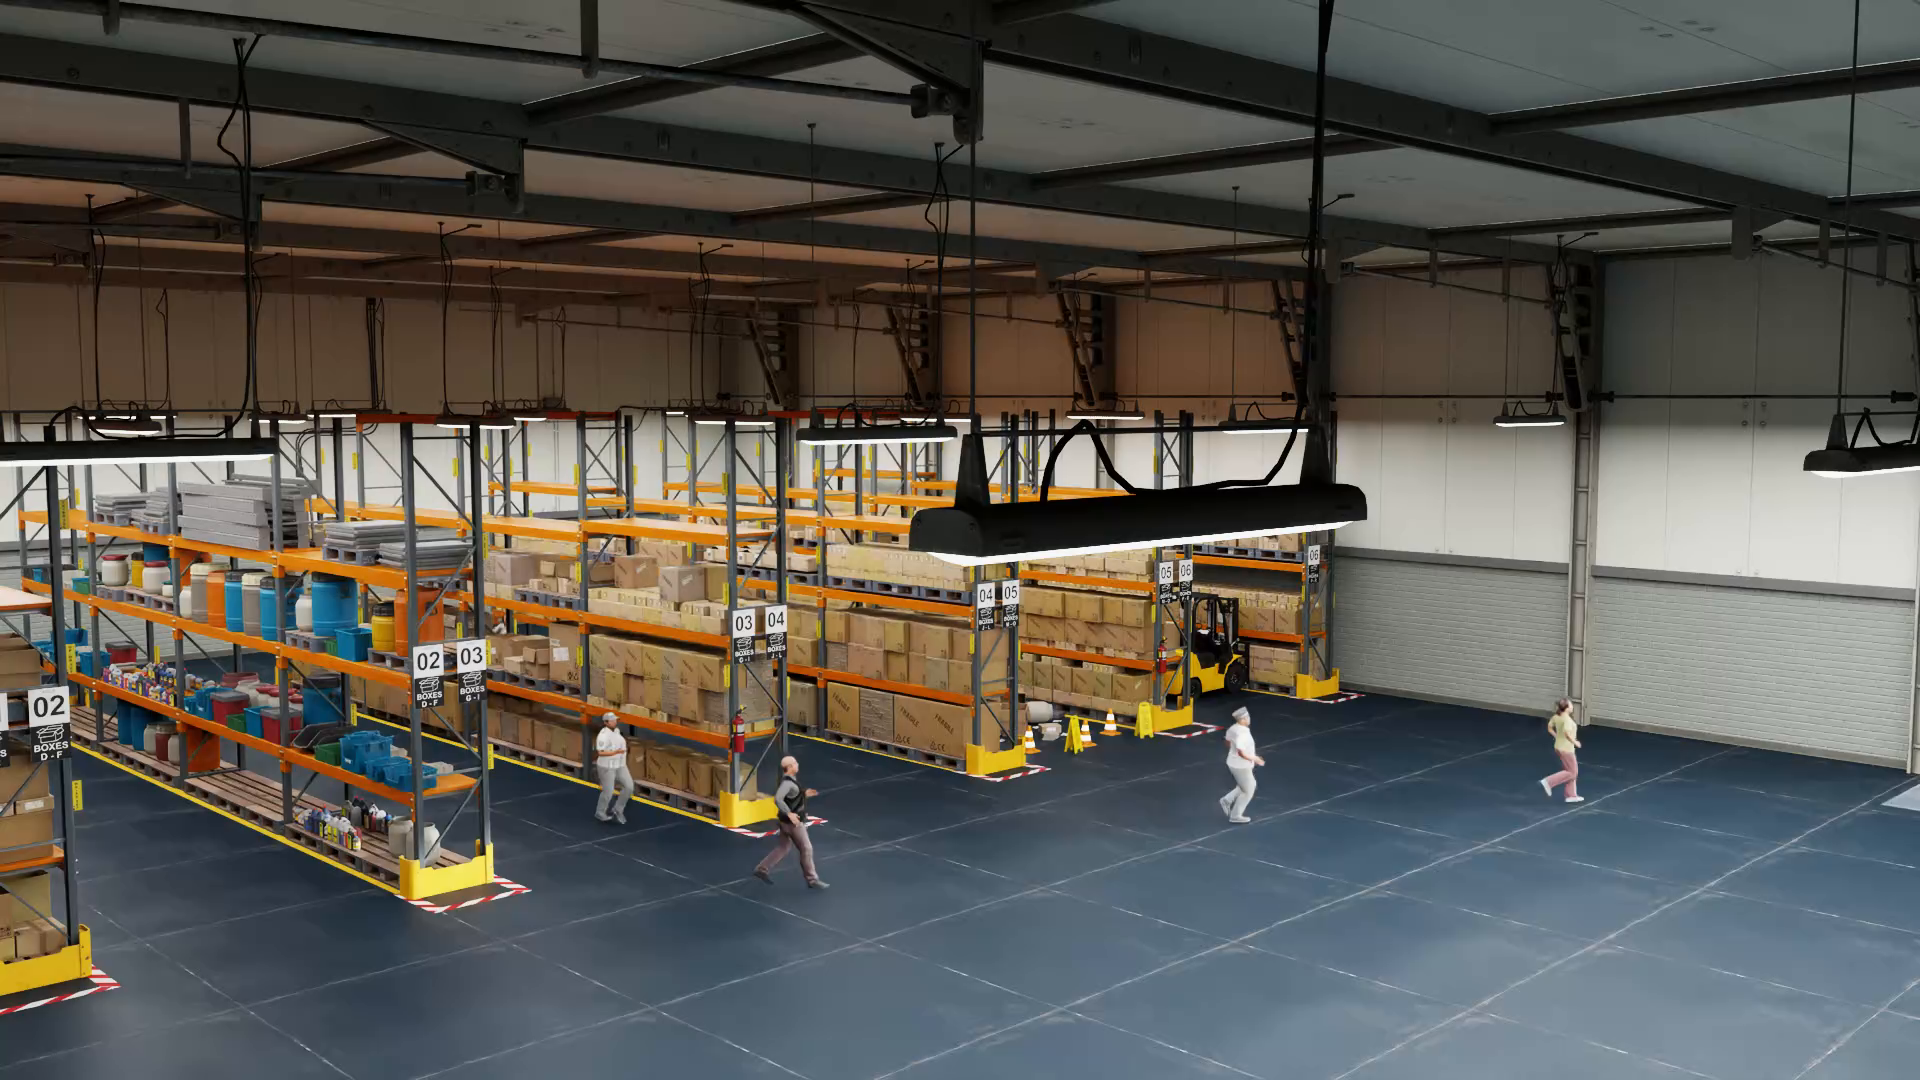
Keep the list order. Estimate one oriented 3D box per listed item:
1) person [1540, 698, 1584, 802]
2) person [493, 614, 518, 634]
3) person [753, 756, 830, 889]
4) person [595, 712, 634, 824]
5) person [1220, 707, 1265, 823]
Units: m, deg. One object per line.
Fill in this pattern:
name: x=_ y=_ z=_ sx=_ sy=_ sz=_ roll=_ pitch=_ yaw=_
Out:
person: x=9.360 y=3.269 z=25.851 sx=0.733 sy=1.633 sz=0.573 roll=-1 pitch=5 yaw=-9
person: x=-9.844 y=2.406 z=36.160 sx=0.509 sy=1.650 sz=0.721 roll=-4 pitch=6 yaw=-38
person: x=-2.145 y=3.605 z=21.213 sx=0.943 sy=1.716 sz=0.652 roll=-1 pitch=5 yaw=-17
person: x=-5.122 y=3.381 z=24.574 sx=0.661 sy=1.695 sz=0.565 roll=3 pitch=6 yaw=33
person: x=4.185 y=3.326 z=24.623 sx=0.574 sy=1.731 sz=0.640 roll=0 pitch=5 yaw=-5
